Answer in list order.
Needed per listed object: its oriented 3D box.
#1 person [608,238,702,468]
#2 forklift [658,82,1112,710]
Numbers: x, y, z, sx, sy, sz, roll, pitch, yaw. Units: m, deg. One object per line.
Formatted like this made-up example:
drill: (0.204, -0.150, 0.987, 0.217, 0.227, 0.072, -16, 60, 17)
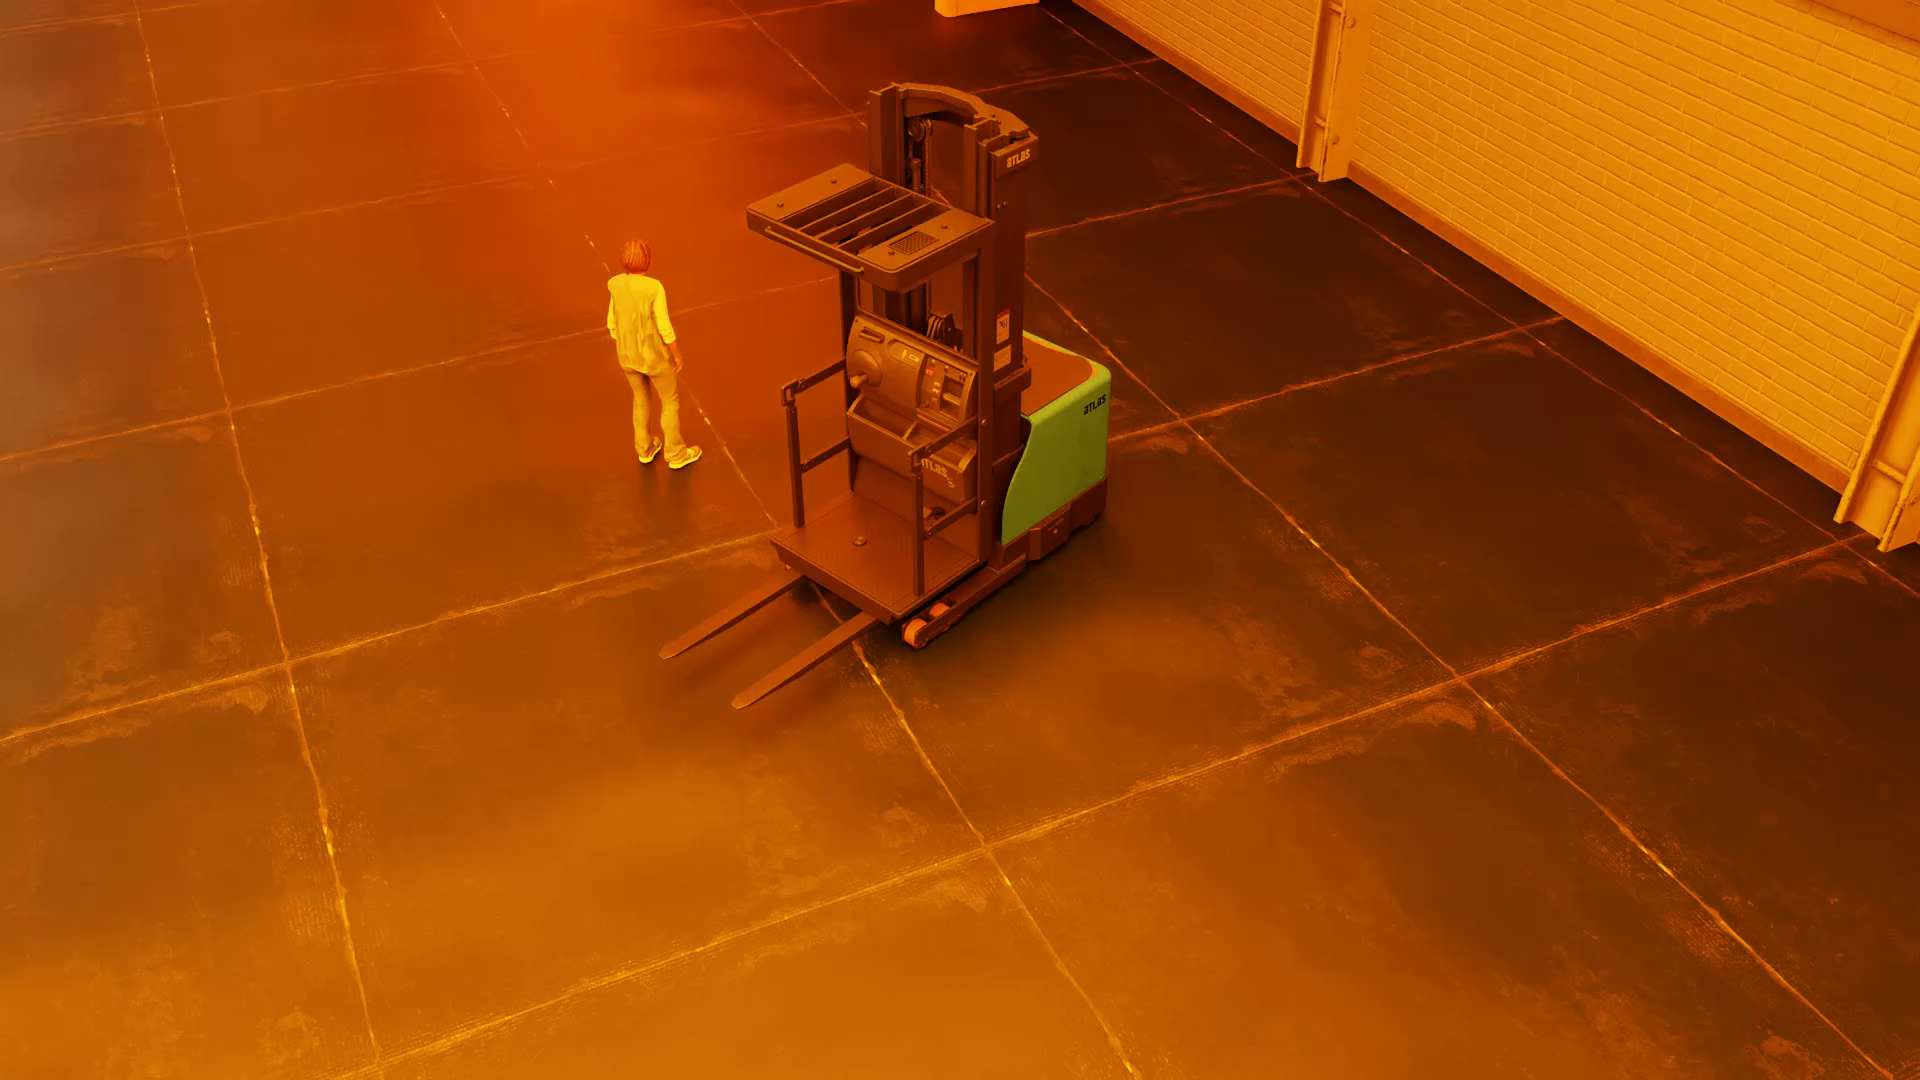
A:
person: (-2.021, -1.189, 10.760, 0.487, 1.594, 0.341, 13, 39, 16)
forklift: (-0.423, -0.894, 9.248, 1.130, 2.935, 3.031, 28, 45, 32)
